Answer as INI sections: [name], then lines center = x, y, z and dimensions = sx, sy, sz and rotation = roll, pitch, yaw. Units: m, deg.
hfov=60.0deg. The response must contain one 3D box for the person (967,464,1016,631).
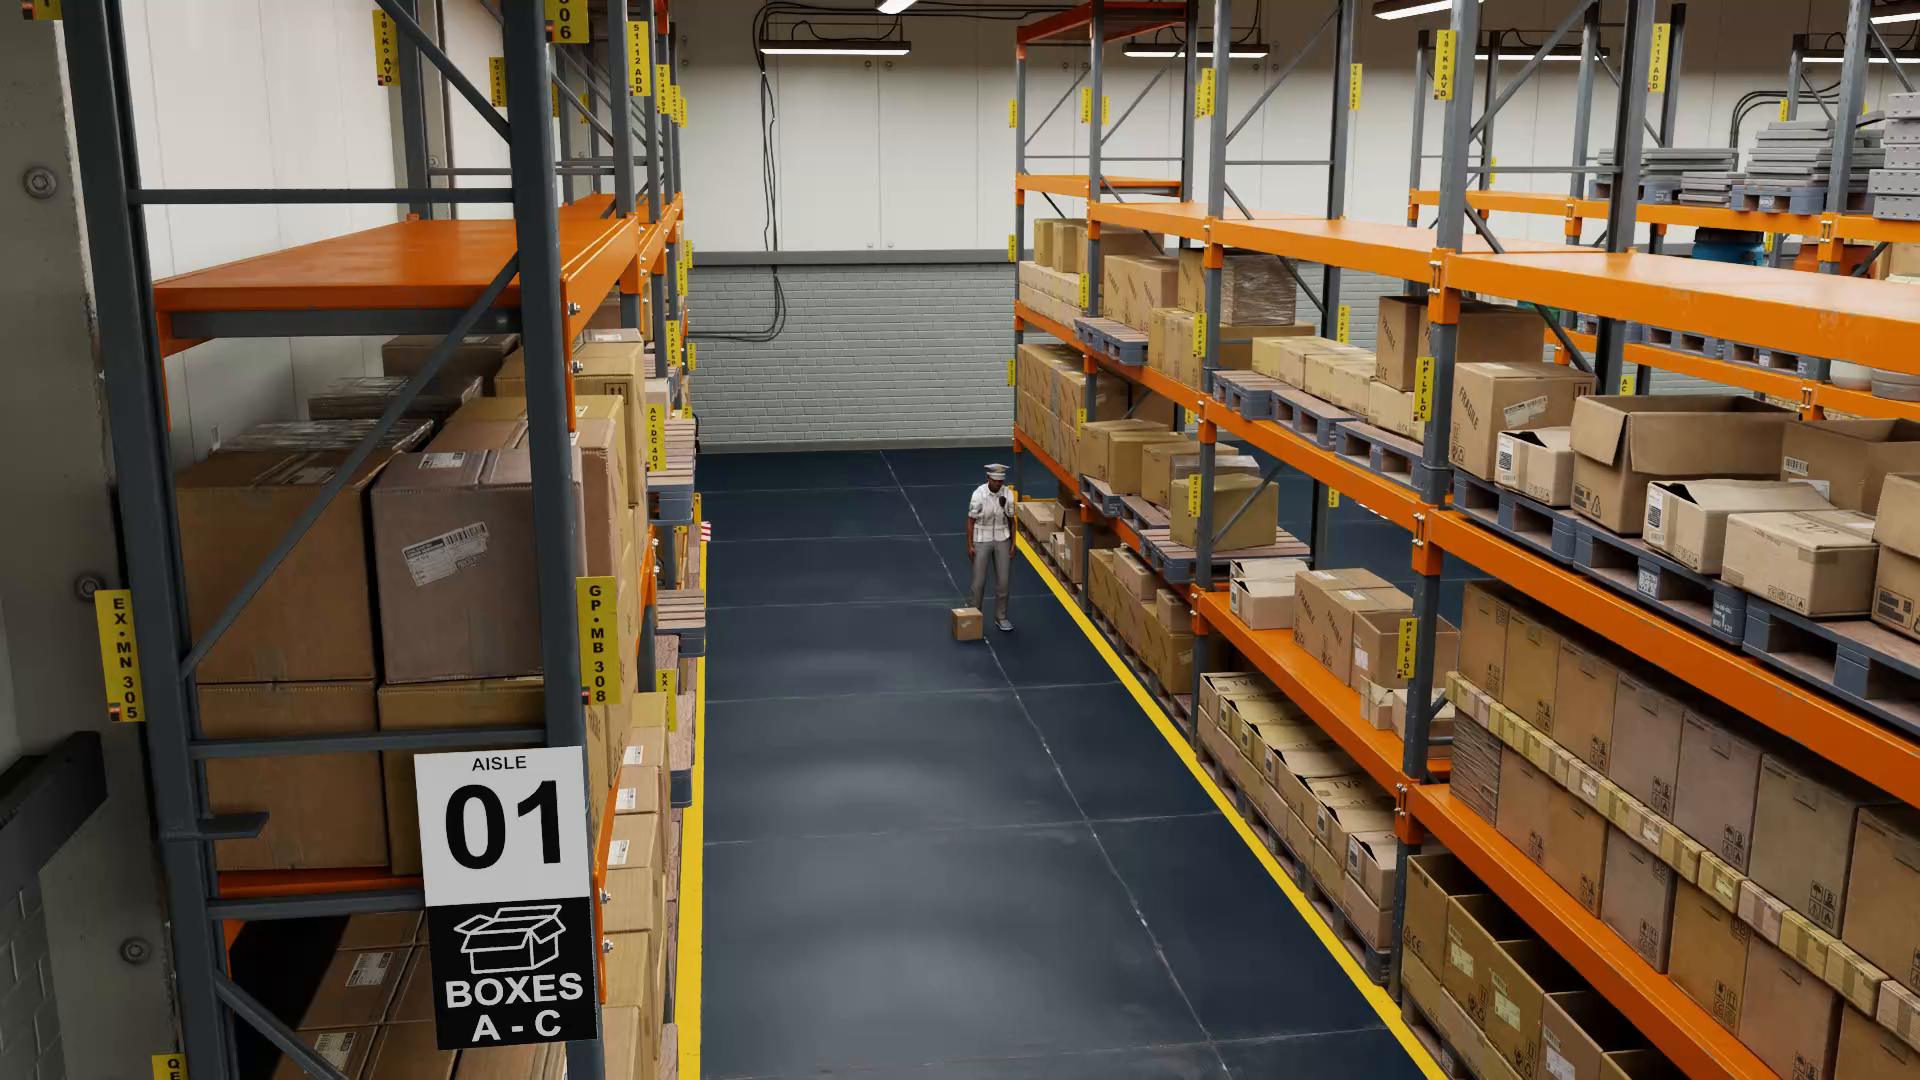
[person]
center = 0.306, 0.060, 16.237
dimensions = 0.505, 1.656, 0.396
rotation = -3, 14, -11
